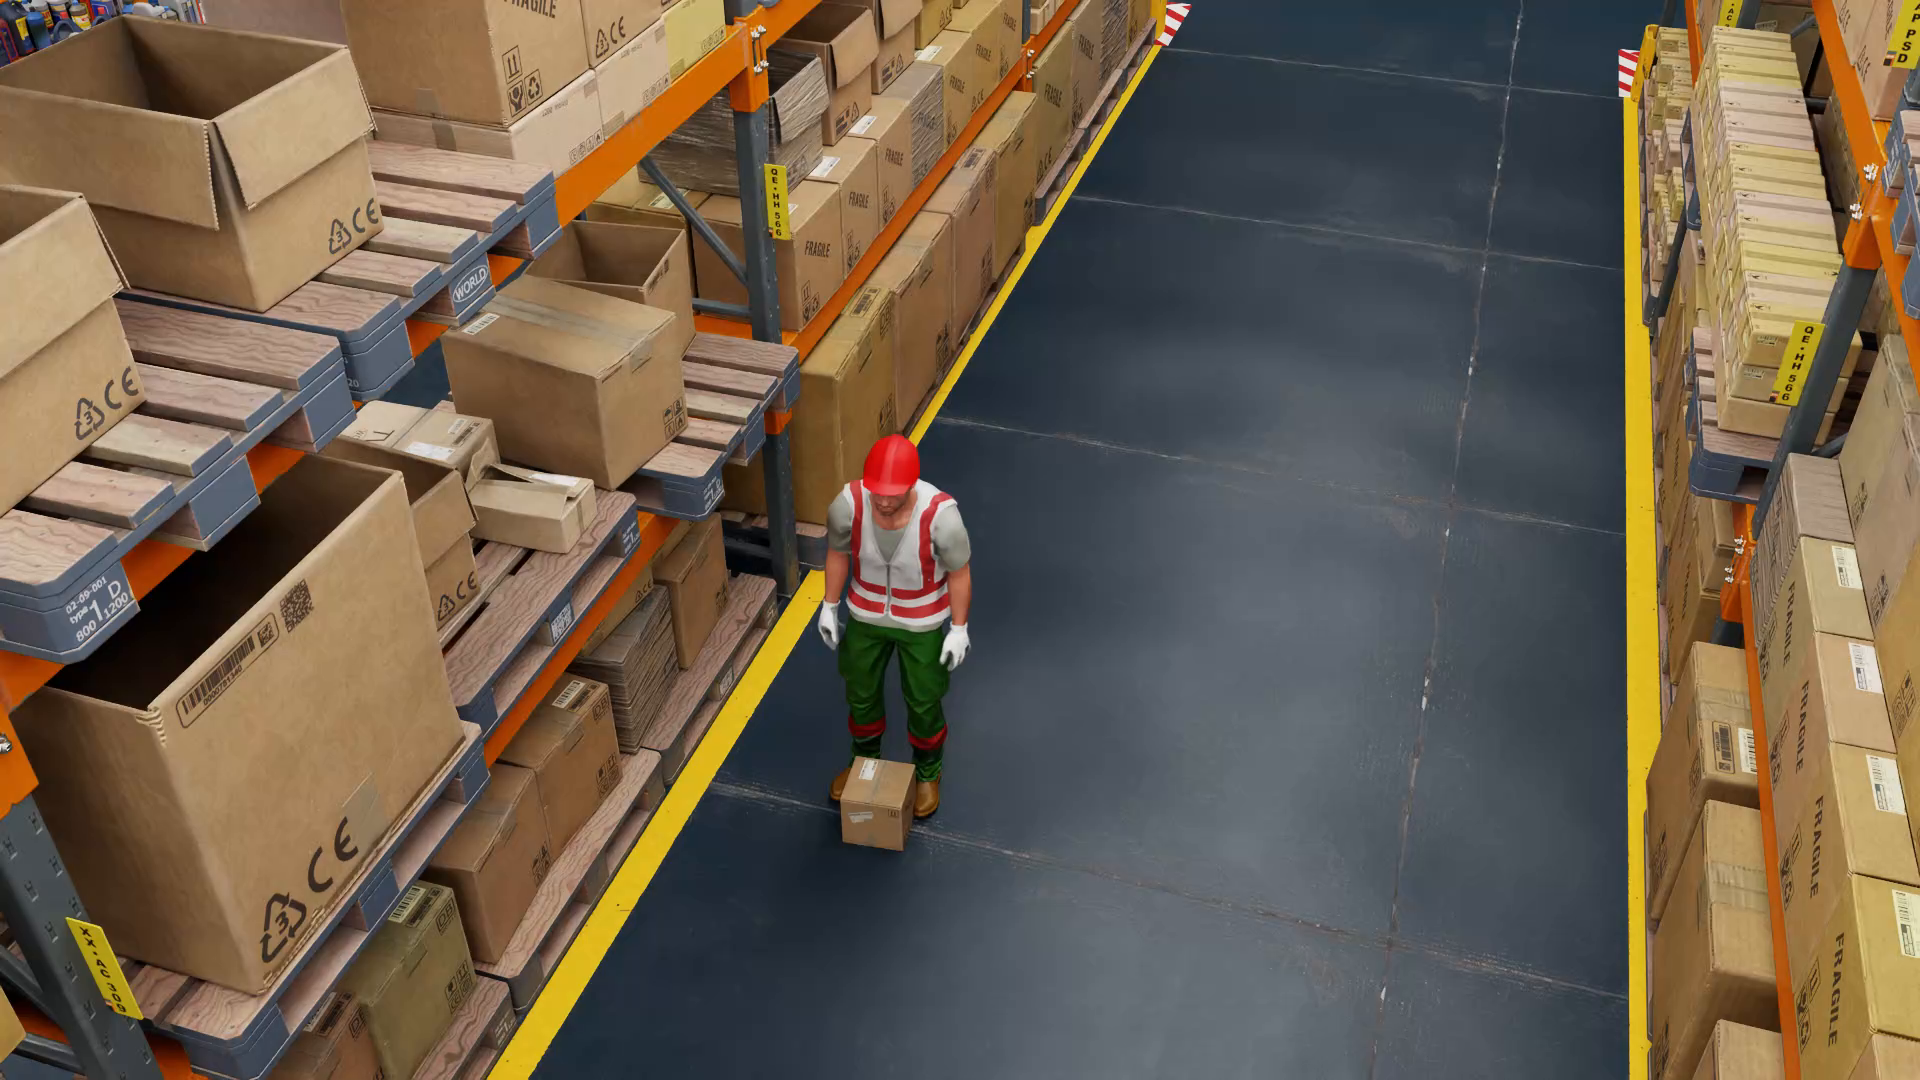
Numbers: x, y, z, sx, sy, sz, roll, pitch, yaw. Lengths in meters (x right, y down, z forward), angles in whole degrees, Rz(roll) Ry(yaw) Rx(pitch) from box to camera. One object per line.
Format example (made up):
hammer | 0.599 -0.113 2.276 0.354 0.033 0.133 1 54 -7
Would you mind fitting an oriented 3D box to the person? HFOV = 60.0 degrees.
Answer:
person | -0.255 0.322 6.449 0.611 1.778 0.450 9 38 12
